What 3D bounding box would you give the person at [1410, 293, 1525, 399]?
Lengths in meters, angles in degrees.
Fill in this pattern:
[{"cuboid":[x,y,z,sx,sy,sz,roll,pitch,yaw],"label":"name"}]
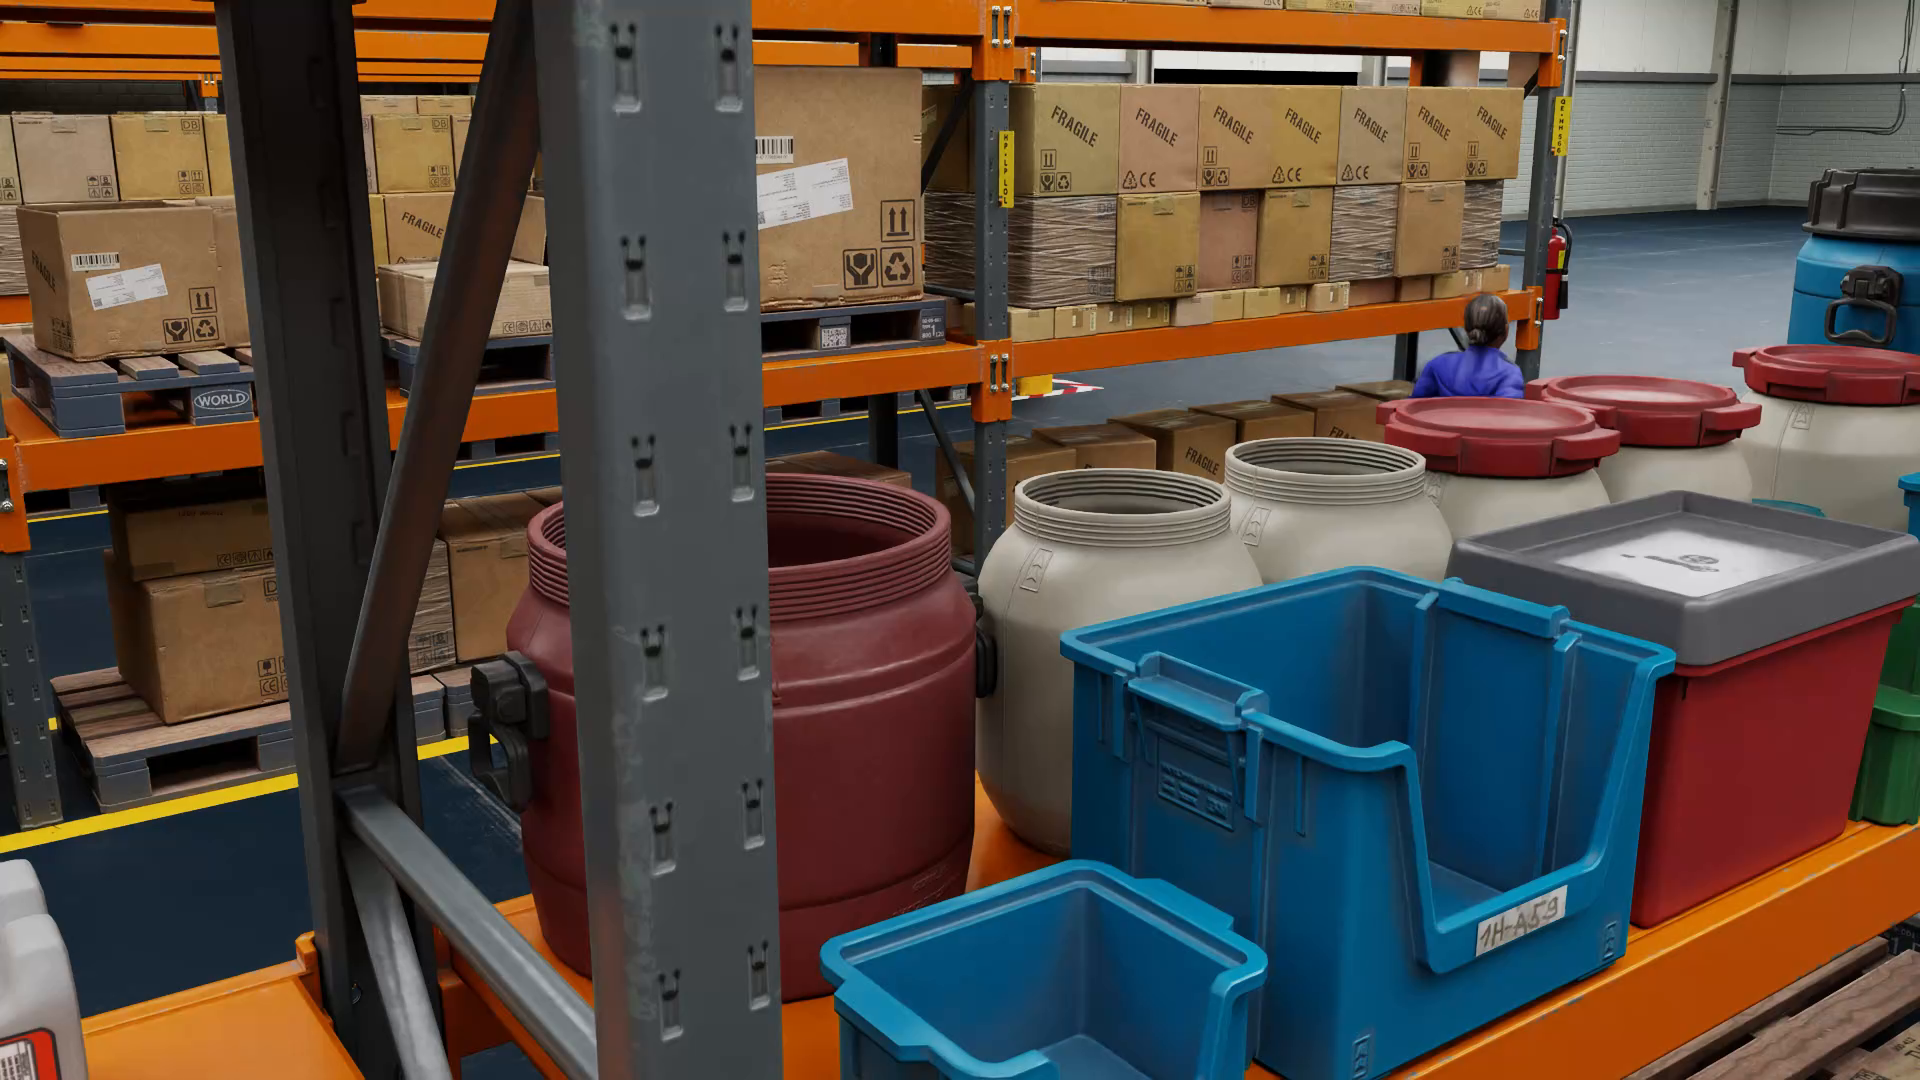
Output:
[{"cuboid":[2.024,-0.164,6.725,0.750,1.653,0.605,-13,19,-41],"label":"person"}]
